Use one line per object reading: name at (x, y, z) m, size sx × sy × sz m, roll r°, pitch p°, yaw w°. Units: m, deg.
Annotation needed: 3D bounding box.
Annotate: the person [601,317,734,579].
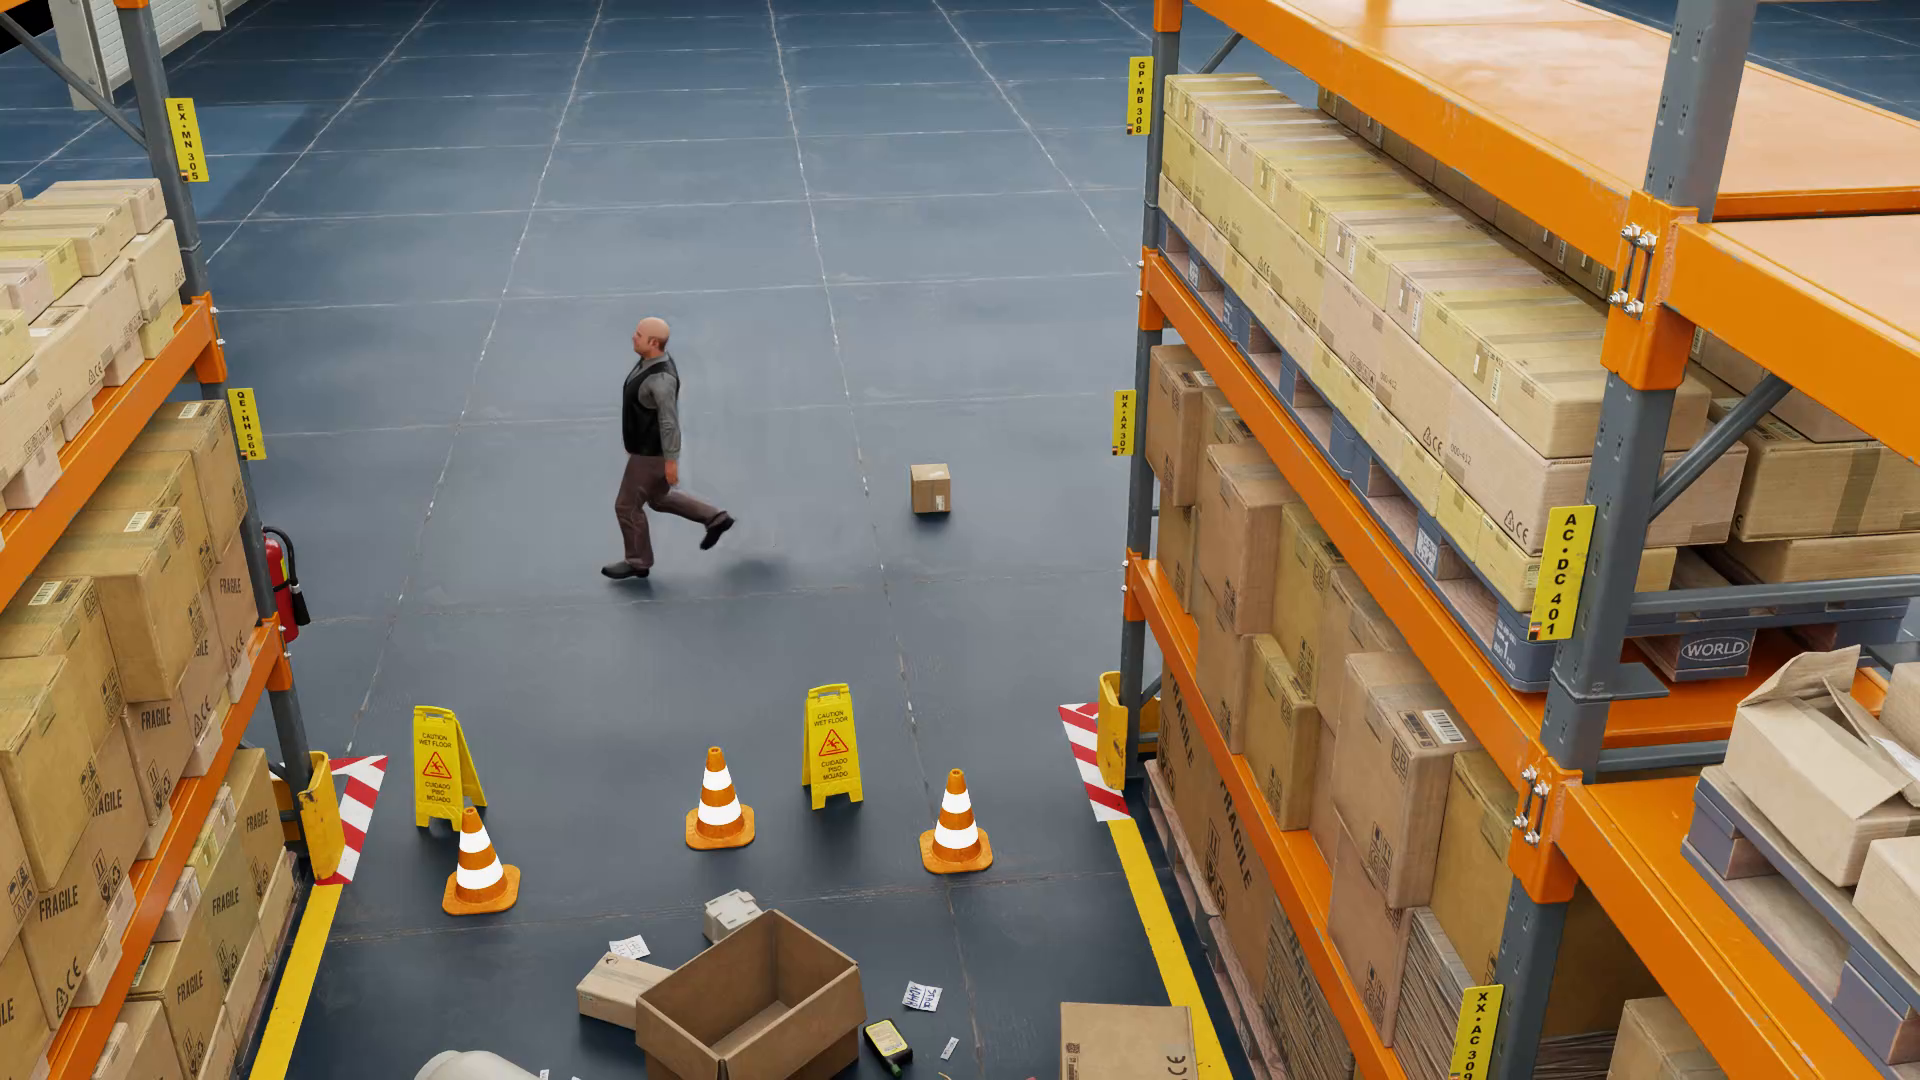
person at (-1.870, -0.574, 10.255) m, size 0.824 × 1.686 × 0.543 m, roll -5°, pitch 27°, yaw -9°
